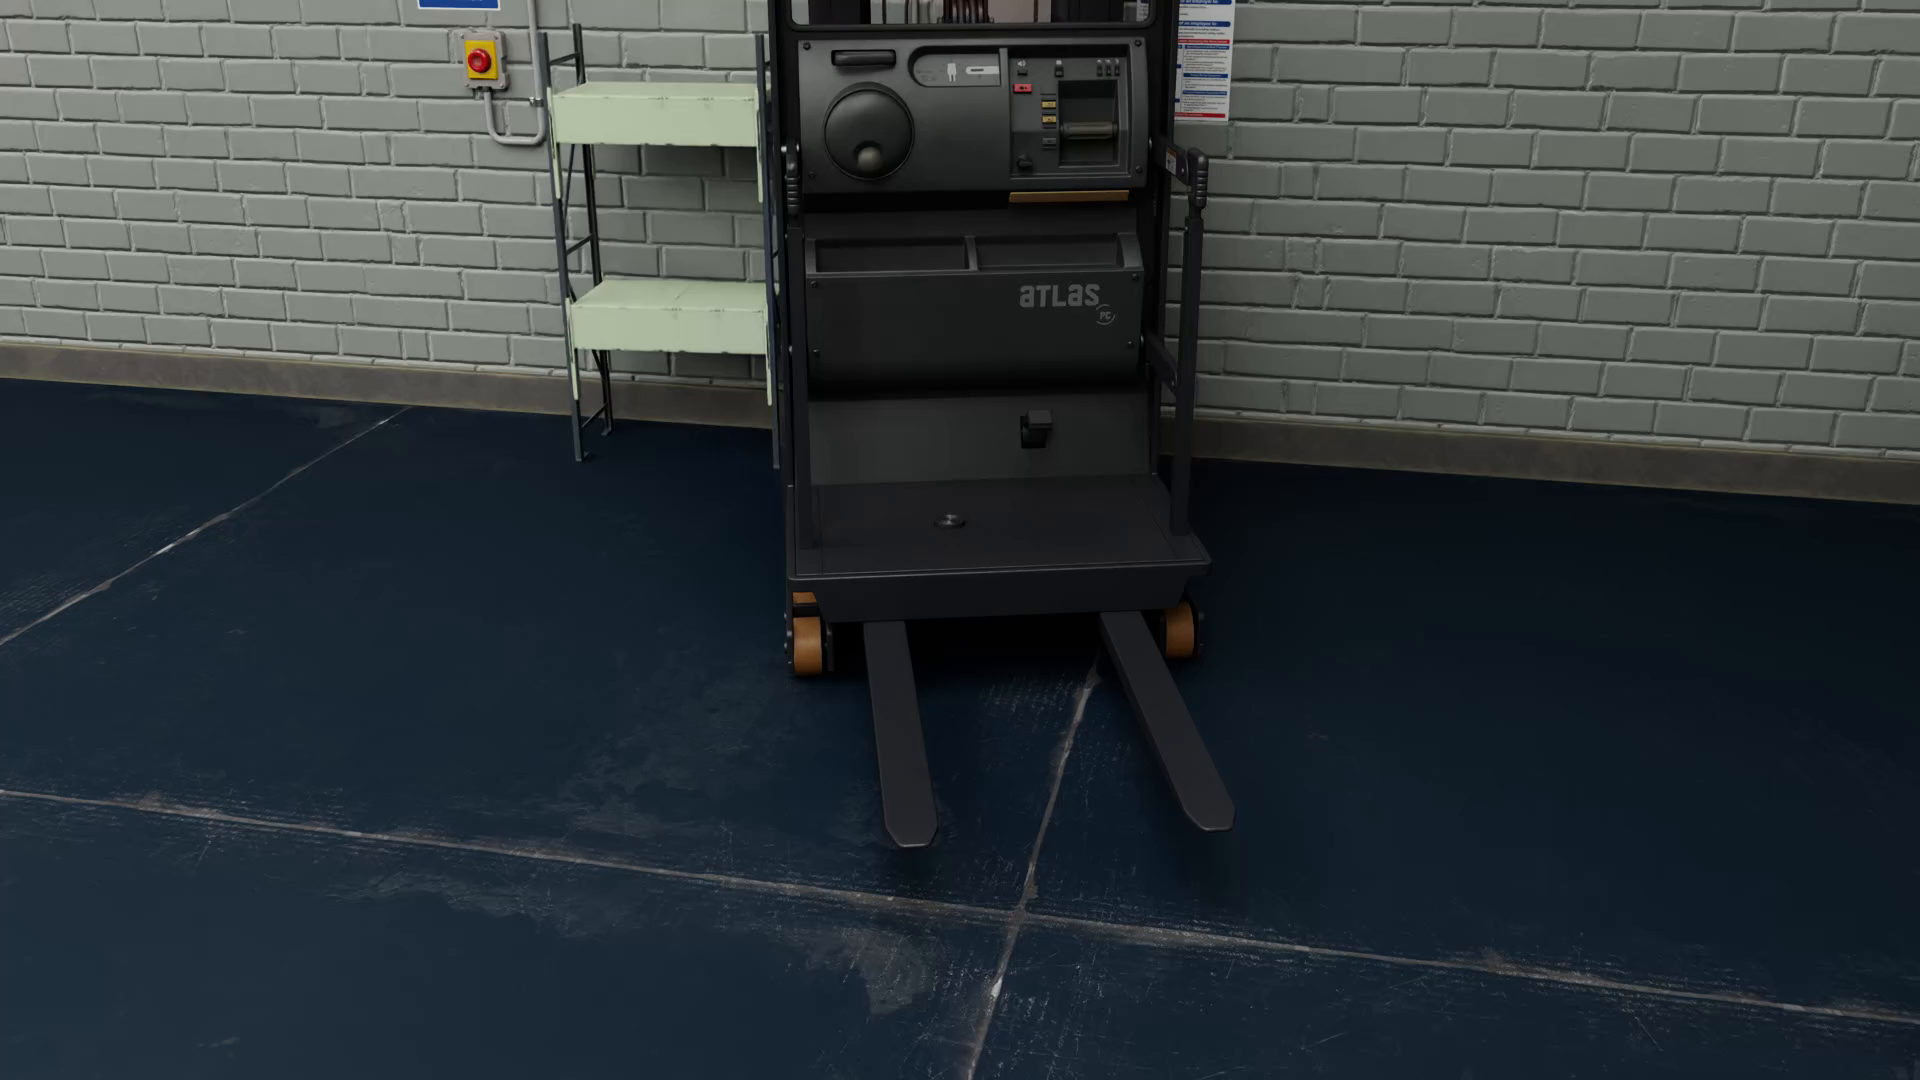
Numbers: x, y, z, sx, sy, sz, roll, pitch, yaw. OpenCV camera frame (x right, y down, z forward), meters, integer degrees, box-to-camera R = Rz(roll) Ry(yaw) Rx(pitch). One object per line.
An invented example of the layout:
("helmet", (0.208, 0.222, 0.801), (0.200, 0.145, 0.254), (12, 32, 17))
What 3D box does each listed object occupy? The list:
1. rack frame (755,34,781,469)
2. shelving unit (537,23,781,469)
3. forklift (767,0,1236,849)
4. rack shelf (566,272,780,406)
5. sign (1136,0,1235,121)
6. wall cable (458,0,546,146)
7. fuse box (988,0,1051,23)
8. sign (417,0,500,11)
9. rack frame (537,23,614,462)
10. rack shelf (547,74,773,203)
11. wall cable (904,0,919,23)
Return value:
("rack frame", (-0.639, -1.025, 5.890), (0.023, 1.500, 0.400), (2, 22, 5))
("shelving unit", (-1.003, -1.039, 5.924), (0.755, 1.500, 0.431), (2, 22, 5))
("forklift", (0.062, -1.126, 4.225), (1.130, 2.935, 3.031), (-2, 22, -5))
("rack shelf", (-1.003, -0.736, 6.045), (0.720, 0.370, 0.431), (2, 22, 5))
("sign", (0.754, -1.670, 5.613), (0.329, 0.494, 0.001), (4, 22, 11))
("wall cable", (-1.798, -2.375, 5.835), (0.585, 1.953, 0.123), (4, 22, 11))
("fuse box", (0.228, -1.079, 5.741), (0.539, 1.711, 0.414), (4, 22, 11))
("sign", (-1.833, -2.041, 6.045), (0.327, 0.218, 0.001), (4, 22, 11))
("rack frame", (-1.367, -1.053, 5.959), (0.023, 1.500, 0.400), (2, 22, 5))
("rack shelf", (-1.003, -1.402, 5.780), (0.720, 0.370, 0.431), (2, 22, 5))
("wall cable", (-0.407, -2.257, 5.583), (0.588, 1.984, 0.122), (4, 22, 11))
